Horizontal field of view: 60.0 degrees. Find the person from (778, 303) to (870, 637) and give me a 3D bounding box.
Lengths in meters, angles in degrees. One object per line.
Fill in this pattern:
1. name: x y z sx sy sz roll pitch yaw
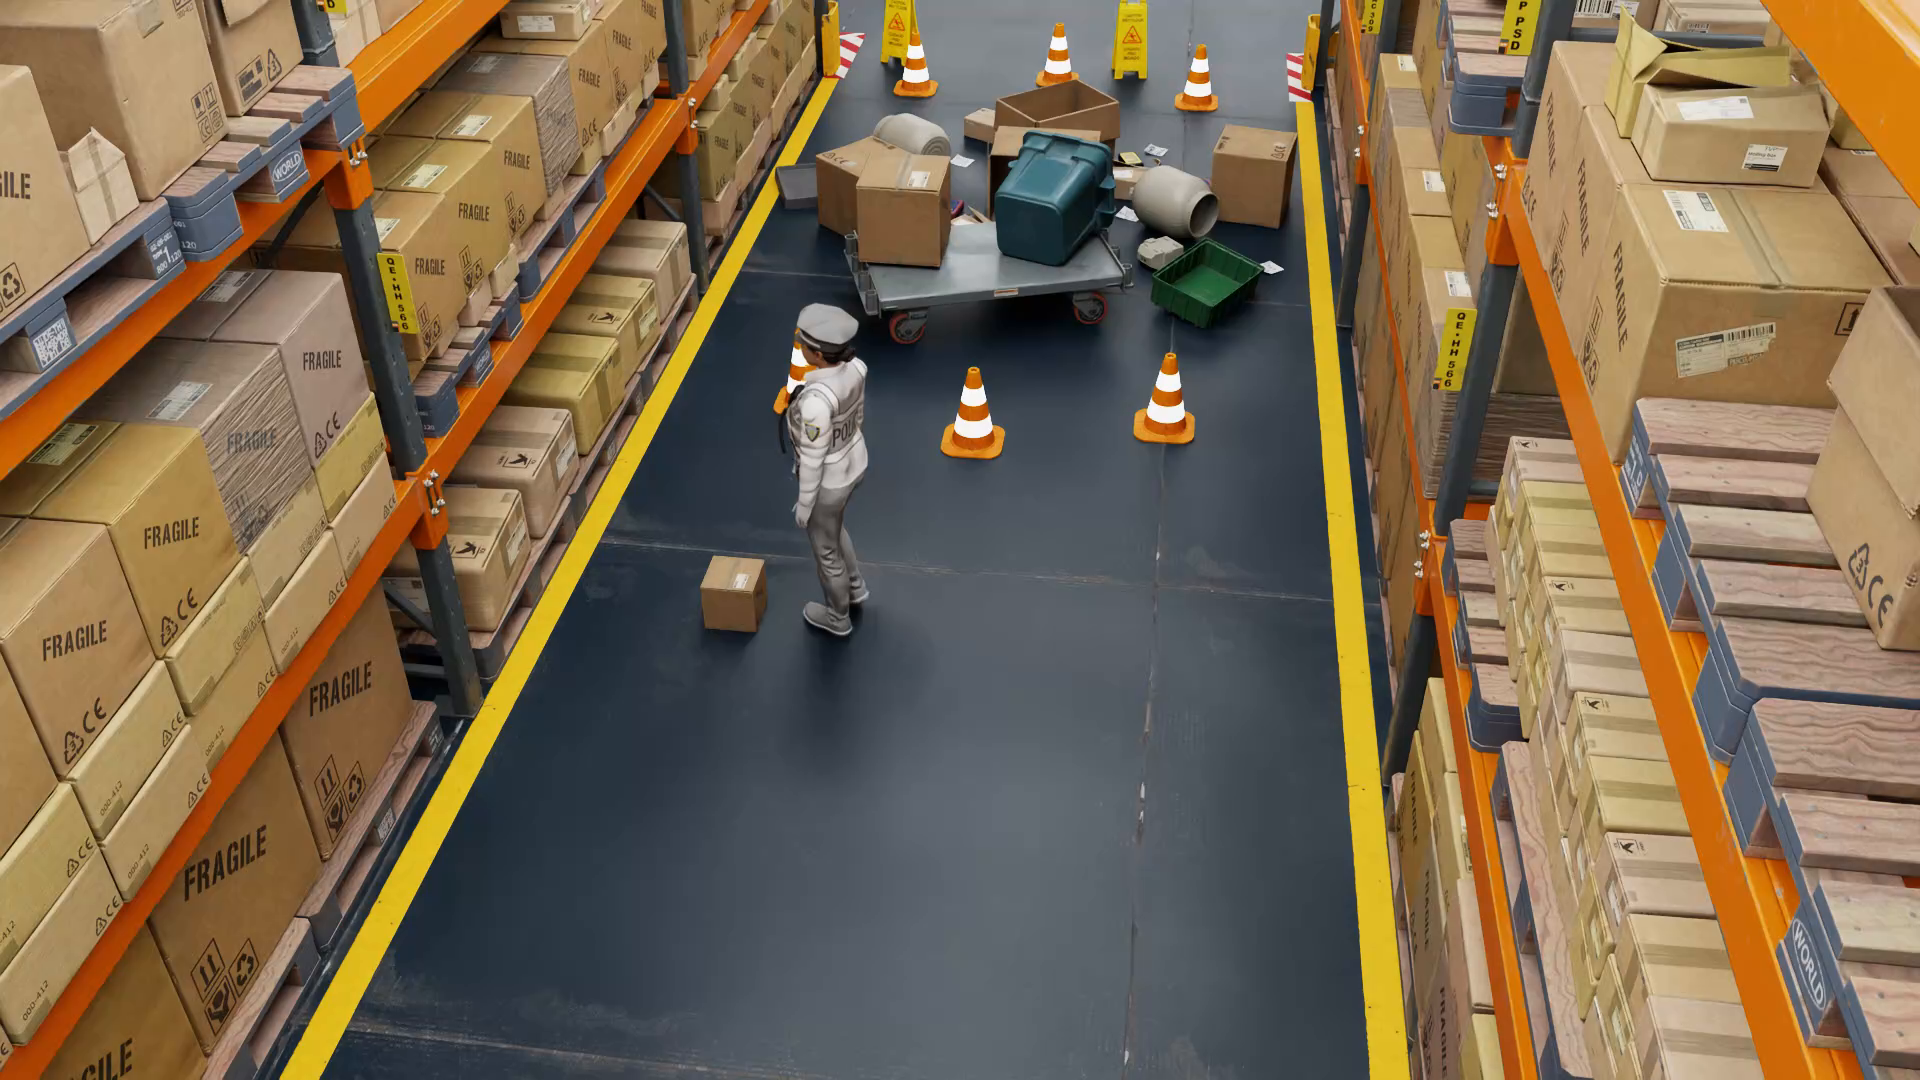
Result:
1. person: -0.594 -0.274 7.406 0.364 1.712 0.505 14 39 18
